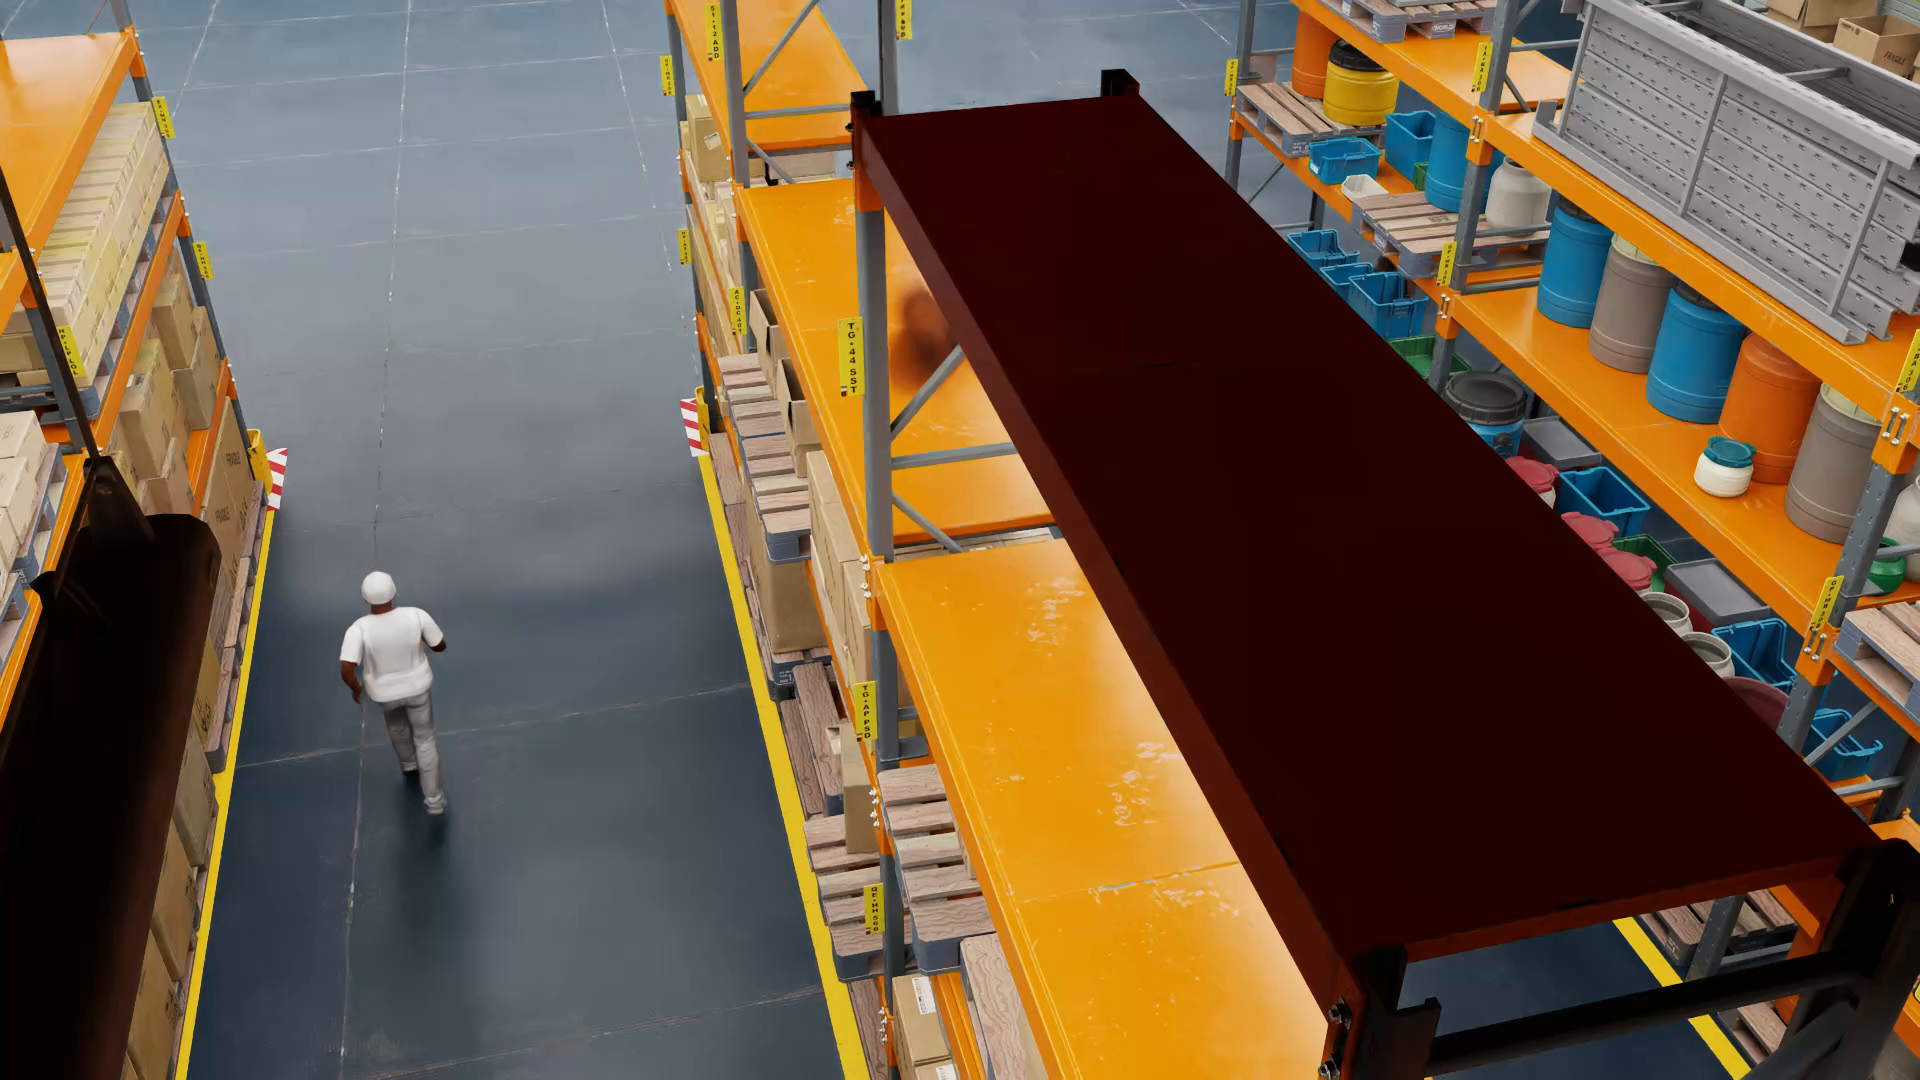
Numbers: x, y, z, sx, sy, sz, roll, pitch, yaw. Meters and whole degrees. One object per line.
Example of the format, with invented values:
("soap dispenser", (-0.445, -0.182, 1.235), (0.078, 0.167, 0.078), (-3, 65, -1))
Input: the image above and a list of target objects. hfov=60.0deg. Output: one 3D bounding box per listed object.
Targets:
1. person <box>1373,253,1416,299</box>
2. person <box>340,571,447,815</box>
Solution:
("person", (4.294, -2.584, 16.315), (0.723, 1.822, 0.931), (-20, 39, -27))
("person", (-3.690, 1.011, 11.040), (0.640, 1.796, 0.890), (-9, 35, -13))
